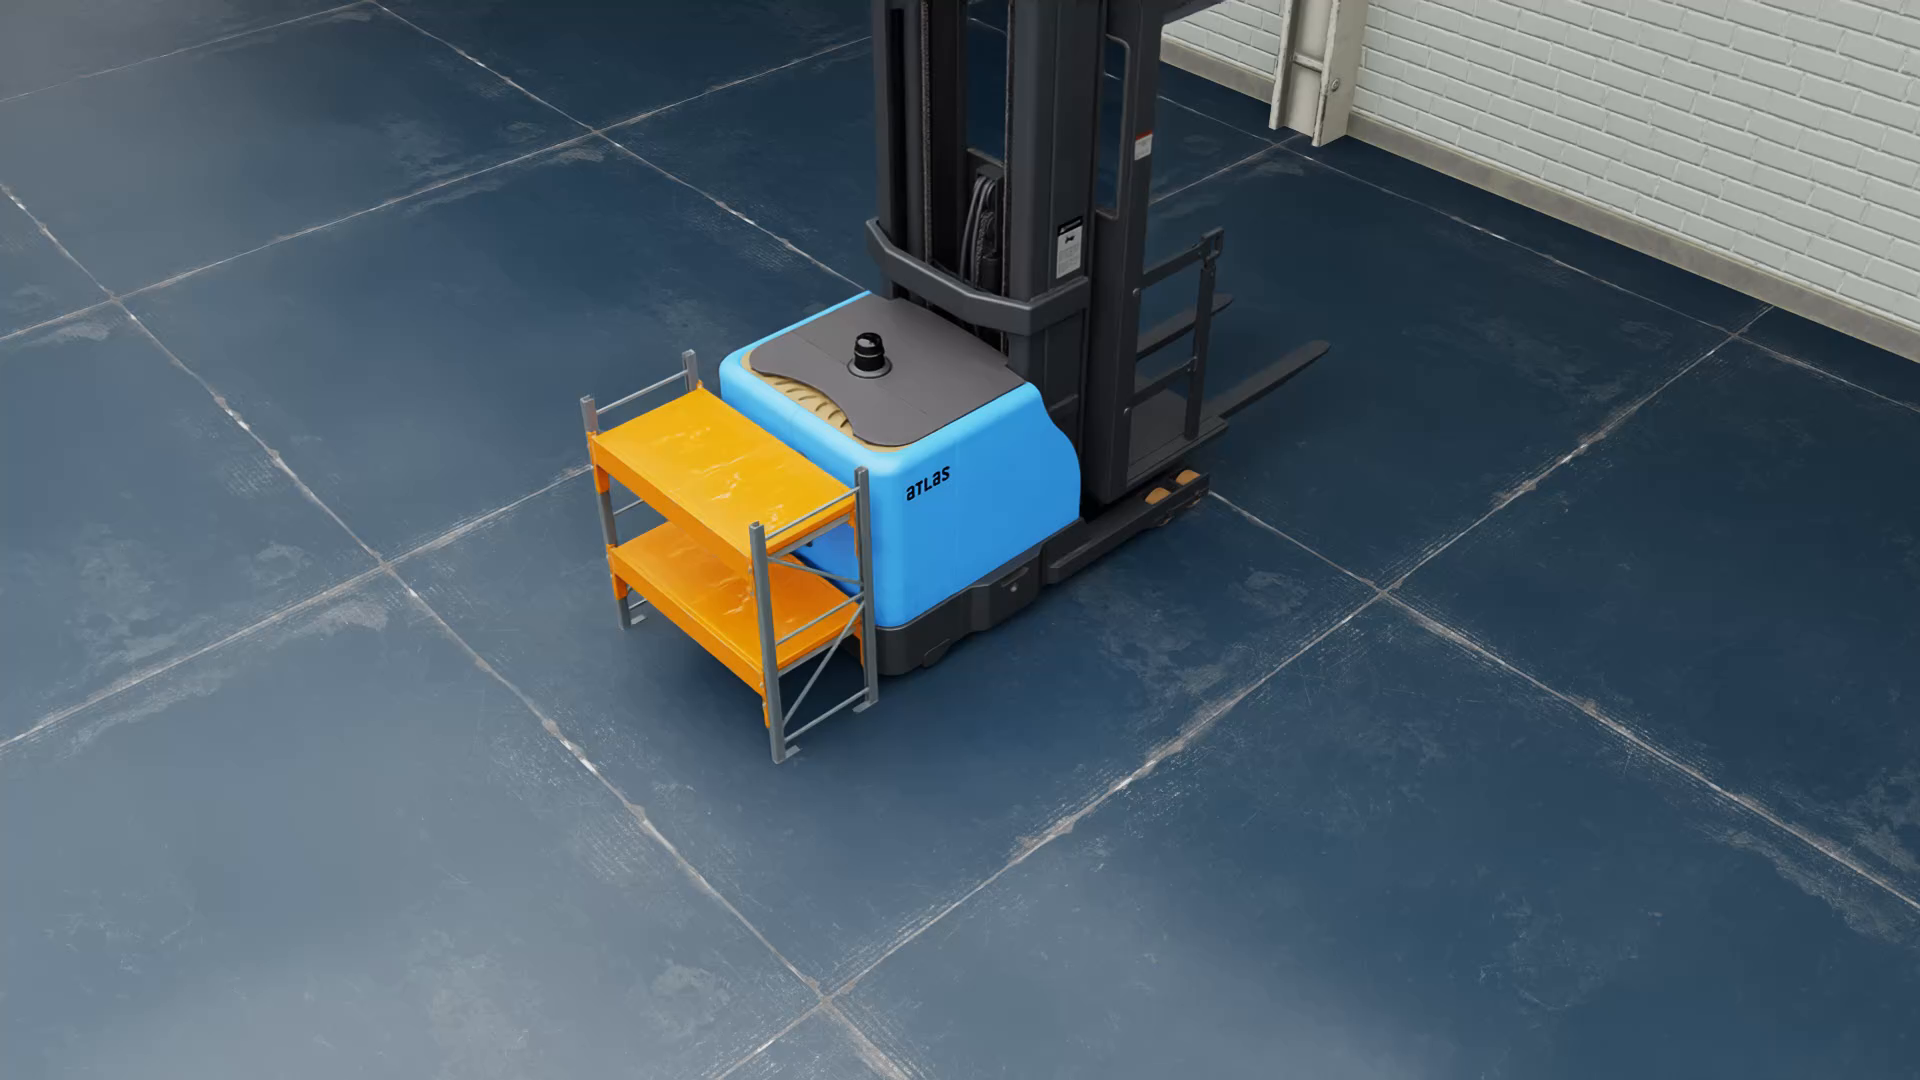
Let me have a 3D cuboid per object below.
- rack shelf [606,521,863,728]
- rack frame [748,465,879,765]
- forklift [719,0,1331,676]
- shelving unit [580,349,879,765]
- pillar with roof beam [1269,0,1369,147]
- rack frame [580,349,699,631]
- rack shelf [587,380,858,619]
[{"bbox_3d":[-0.856,0.245,6.440,0.538,0.278,1.000,-30,48,-32],"label":"rack shelf"},{"bbox_3d":[-0.510,0.289,5.997,0.500,1.125,0.032,-30,48,-32],"label":"rack frame"},{"bbox_3d":[0.472,-1.419,6.674,3.031,2.935,1.130,-31,48,-32],"label":"forklift"},{"bbox_3d":[-0.856,0.055,6.287,0.538,1.125,1.048,-30,48,-32],"label":"shelving unit"},{"bbox_3d":[-0.984,-4.248,5.347,9.100,9.000,0.400,-30,48,-32],"label":"pillar with roof beam"},{"bbox_3d":[-1.202,-0.179,6.576,0.500,1.125,0.032,-30,48,-32],"label":"rack frame"},{"bbox_3d":[-0.856,-0.173,6.103,0.538,0.278,1.000,-30,48,-32],"label":"rack shelf"}]
